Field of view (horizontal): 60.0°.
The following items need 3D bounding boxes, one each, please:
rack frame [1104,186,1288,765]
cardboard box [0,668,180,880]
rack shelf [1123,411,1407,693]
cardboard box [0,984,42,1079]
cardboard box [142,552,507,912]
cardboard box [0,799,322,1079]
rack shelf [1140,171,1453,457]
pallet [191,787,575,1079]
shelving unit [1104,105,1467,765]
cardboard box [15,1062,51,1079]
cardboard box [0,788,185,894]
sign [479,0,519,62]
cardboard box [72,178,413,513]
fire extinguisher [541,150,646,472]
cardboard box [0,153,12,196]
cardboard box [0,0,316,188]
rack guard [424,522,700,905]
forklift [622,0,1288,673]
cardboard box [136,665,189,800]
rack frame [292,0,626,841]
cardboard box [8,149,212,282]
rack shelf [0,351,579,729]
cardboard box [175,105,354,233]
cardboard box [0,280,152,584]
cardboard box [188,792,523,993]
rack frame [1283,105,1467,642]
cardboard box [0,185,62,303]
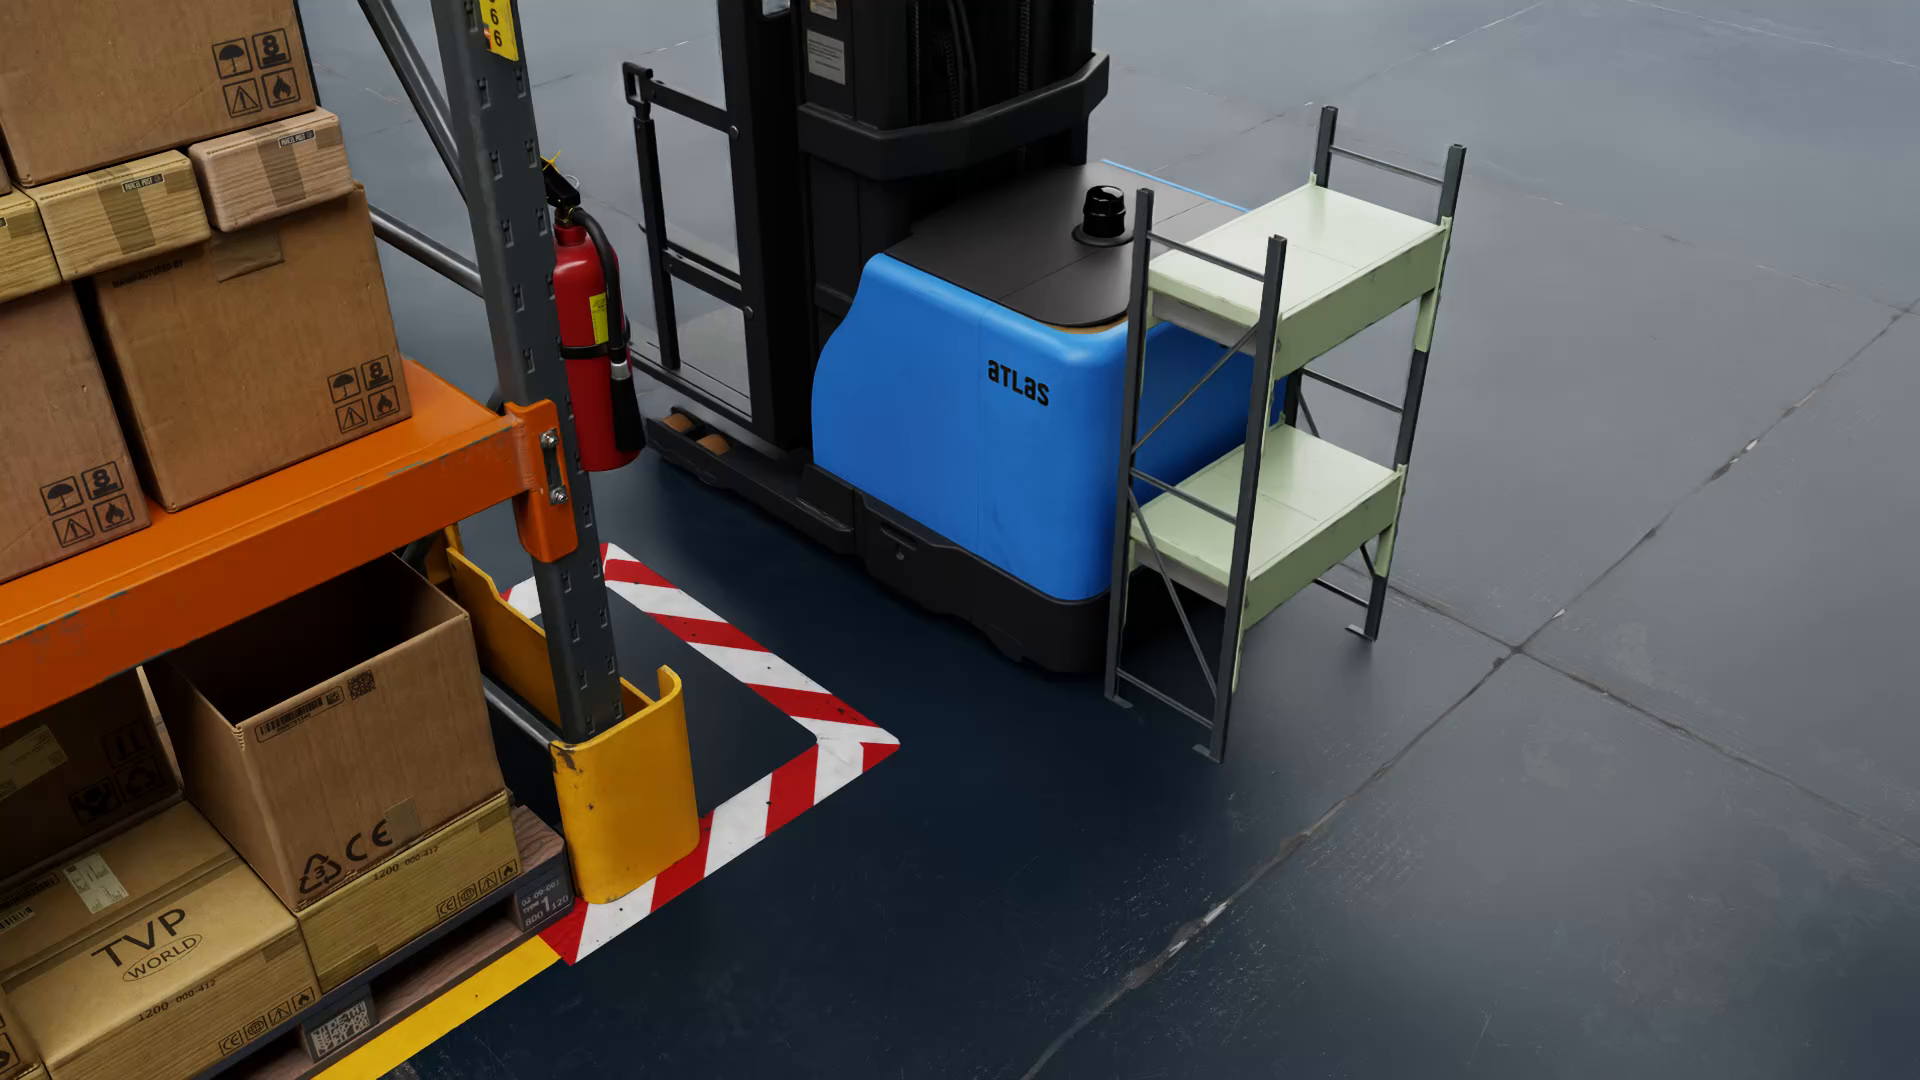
[{"bbox_3d":[0.550,-0.104,4.088,0.400,1.500,0.023,29,44,35],"label":"rack frame"},{"bbox_3d":[-2.064,0.345,3.514,0.500,0.500,0.500,30,45,35],"label":"cardboard box"},{"bbox_3d":[0.807,0.014,4.489,0.431,0.370,0.720,29,44,35],"label":"rack shelf"},{"bbox_3d":[-2.038,0.763,2.915,0.500,0.500,0.500,30,45,35],"label":"cardboard box"},{"bbox_3d":[-1.344,0.351,3.505,0.500,0.500,0.500,30,45,35],"label":"cardboard box"},{"bbox_3d":[-1.689,0.866,3.423,0.500,0.250,0.500,30,45,35],"label":"cardboard box"},{"bbox_3d":[0.807,-0.574,4.079,0.431,0.370,0.720,29,44,35],"label":"rack shelf"},{"bbox_3d":[-1.686,0.837,3.866,1.003,0.211,1.213,30,45,35],"label":"pallet"},{"bbox_3d":[0.807,-0.254,4.302,0.431,1.500,0.755,29,44,35],"label":"shelving unit"},{"bbox_3d":[-2.040,1.069,3.131,0.500,0.250,0.500,30,45,35],"label":"cardboard box"},{"bbox_3d":[-2.062,0.654,3.727,0.500,0.250,0.500,30,45,35],"label":"cardboard box"},{"bbox_3d":[-0.802,-0.982,2.817,0.100,0.325,0.005,30,45,35],"label":"sign"},{"bbox_3d":[-1.515,-0.491,3.245,0.700,0.500,0.500,30,45,35],"label":"cardboard box"},{"bbox_3d":[-0.764,-0.463,3.360,0.296,0.674,0.183,30,45,35],"label":"fire extinguisher"},{"bbox_3d":[-1.919,-0.786,2.533,0.700,0.500,0.500,28,44,34],"label":"cardboard box"},{"bbox_3d":[-1.552,-1.002,2.843,0.500,0.500,0.700,-30,45,-35],"label":"cardboard box"},{"bbox_3d":[-1.160,0.381,4.267,1.175,0.500,0.348,30,45,35],"label":"rack guard"},{"bbox_3d":[-0.408,-1.571,4.940,3.031,2.935,1.130,29,44,35],"label":"forklift"},{"bbox_3d":[-1.713,0.449,4.020,0.500,0.250,0.500,30,45,35],"label":"cardboard box"},{"bbox_3d":[-1.177,-0.634,3.538,1.000,3.000,0.127,30,45,35],"label":"rack frame"},{"bbox_3d":[-1.494,-0.603,2.838,0.250,0.149,0.380,-29,44,-35],"label":"cardboard box"},{"bbox_3d":[-2.586,0.473,2.579,1.077,0.370,4.000,30,45,35],"label":"rack shelf"},{"bbox_3d":[-1.311,-0.710,2.991,0.380,0.149,0.250,29,44,35],"label":"cardboard box"},{"bbox_3d":[-1.882,-0.276,2.936,0.500,0.500,0.700,-29,44,-35],"label":"cardboard box"},{"bbox_3d":[-1.345,0.658,3.721,0.500,0.250,0.500,30,45,35],"label":"cardboard box"},{"bbox_3d":[1.063,-0.403,4.516,0.400,1.500,0.023,29,44,35],"label":"rack frame"},{"bbox_3d":[-1.675,-0.499,2.689,0.380,0.149,0.250,29,44,35],"label":"cardboard box"}]
